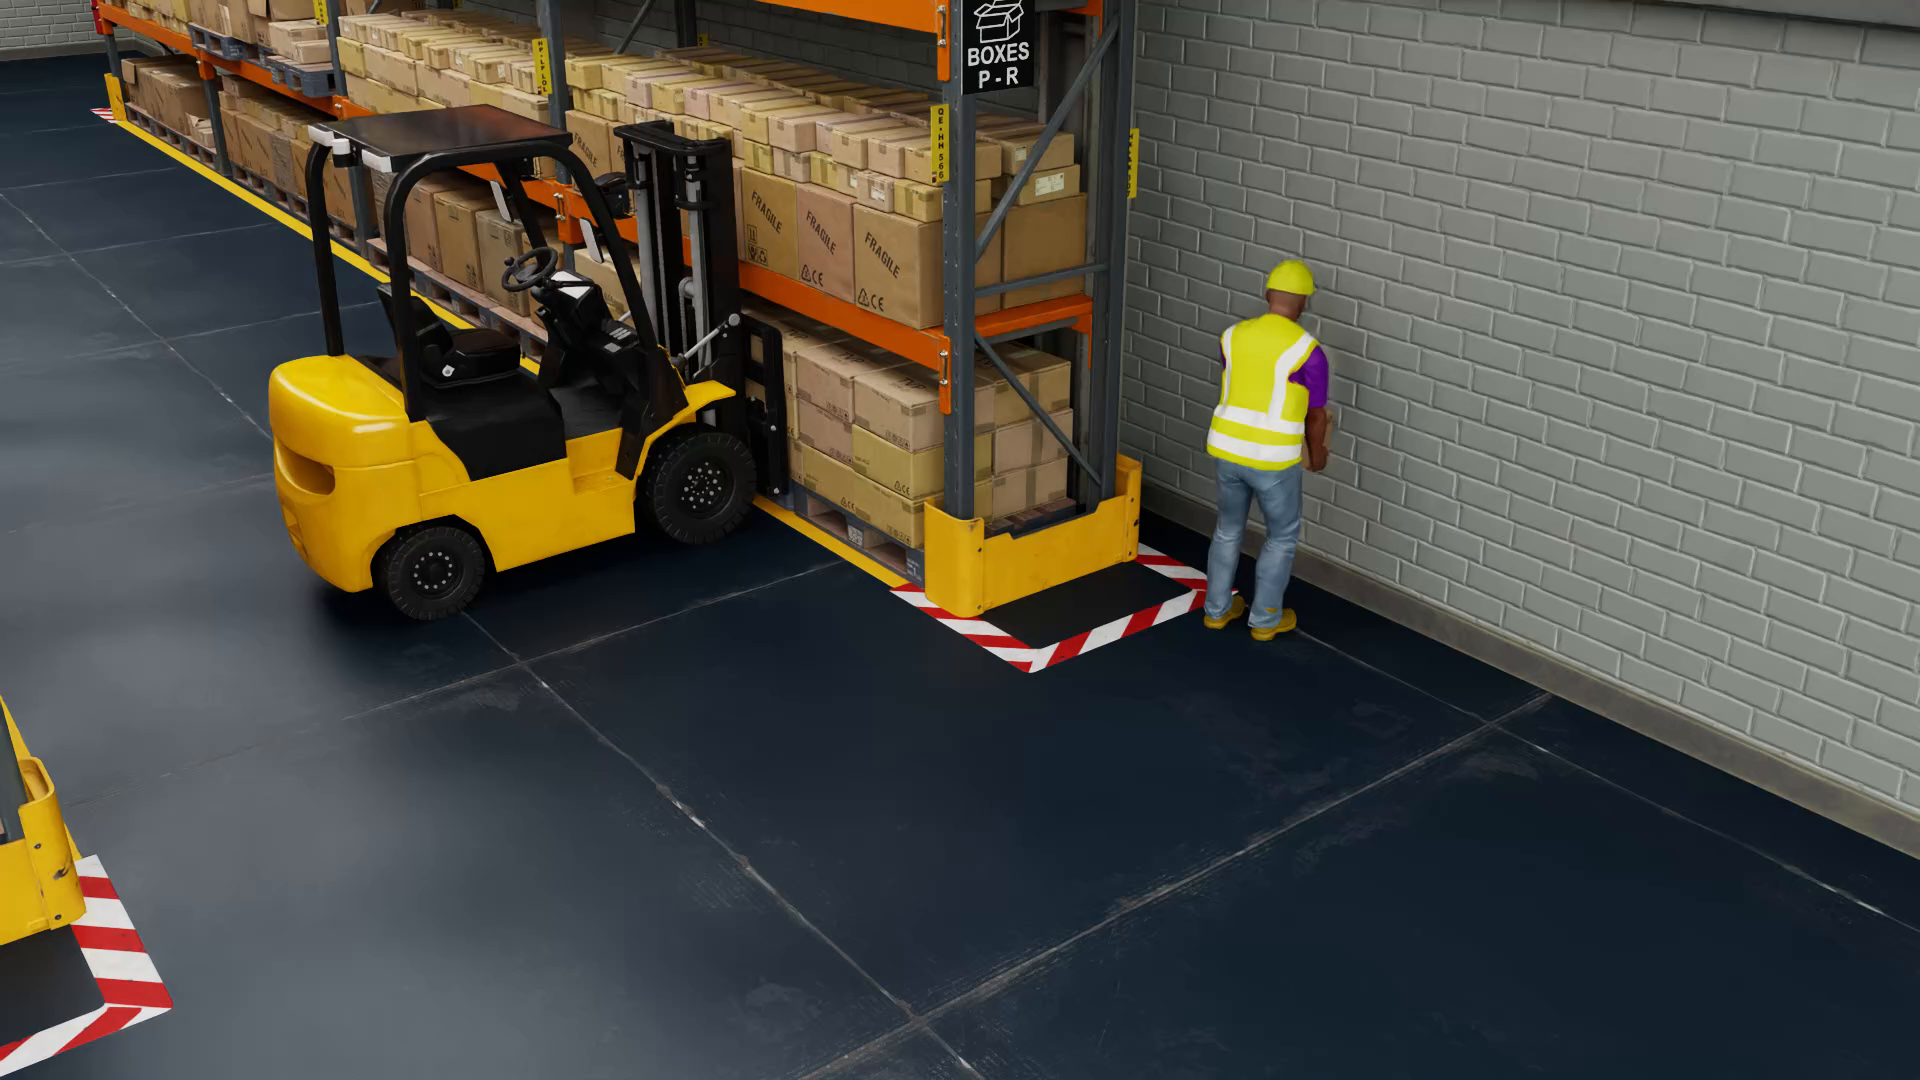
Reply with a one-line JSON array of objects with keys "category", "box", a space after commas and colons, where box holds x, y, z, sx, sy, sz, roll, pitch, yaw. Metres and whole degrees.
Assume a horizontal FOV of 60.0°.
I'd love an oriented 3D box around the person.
[{"category": "person", "box": [1.387, -0.407, 7.524, 0.499, 1.718, 0.618, 19, 31, 36]}]
